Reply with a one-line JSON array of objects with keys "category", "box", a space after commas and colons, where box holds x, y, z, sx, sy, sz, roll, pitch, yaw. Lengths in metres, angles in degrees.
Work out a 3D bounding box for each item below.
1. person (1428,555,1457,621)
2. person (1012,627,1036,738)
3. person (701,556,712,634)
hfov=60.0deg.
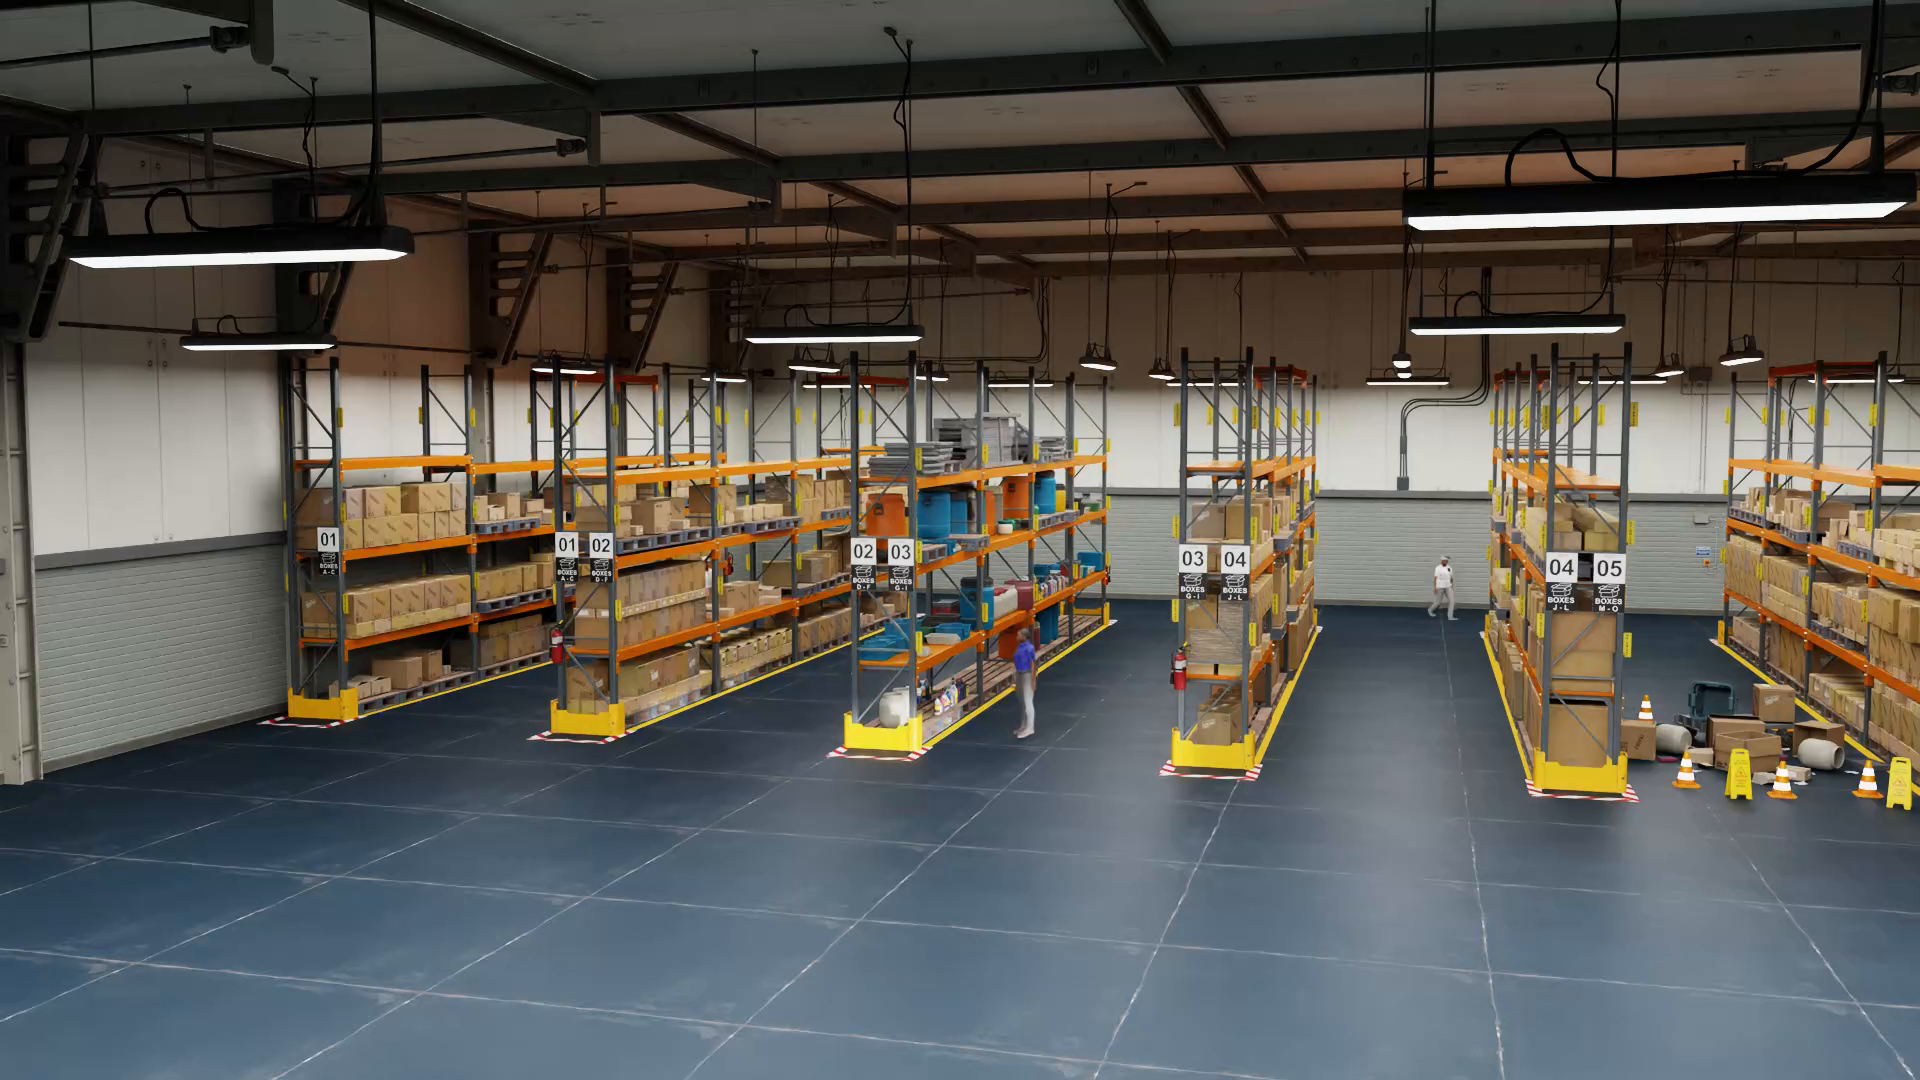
[{"category": "person", "box": [11.958, 1.178, 41.072, 0.523, 1.615, 0.863, -1, 4, -16]}, {"category": "person", "box": [0.980, 2.221, 26.081, 0.396, 1.683, 0.557, -2, 5, -26]}, {"category": "person", "box": [-5.880, 1.273, 38.658, 0.438, 1.795, 0.581, 2, 5, 25]}]
